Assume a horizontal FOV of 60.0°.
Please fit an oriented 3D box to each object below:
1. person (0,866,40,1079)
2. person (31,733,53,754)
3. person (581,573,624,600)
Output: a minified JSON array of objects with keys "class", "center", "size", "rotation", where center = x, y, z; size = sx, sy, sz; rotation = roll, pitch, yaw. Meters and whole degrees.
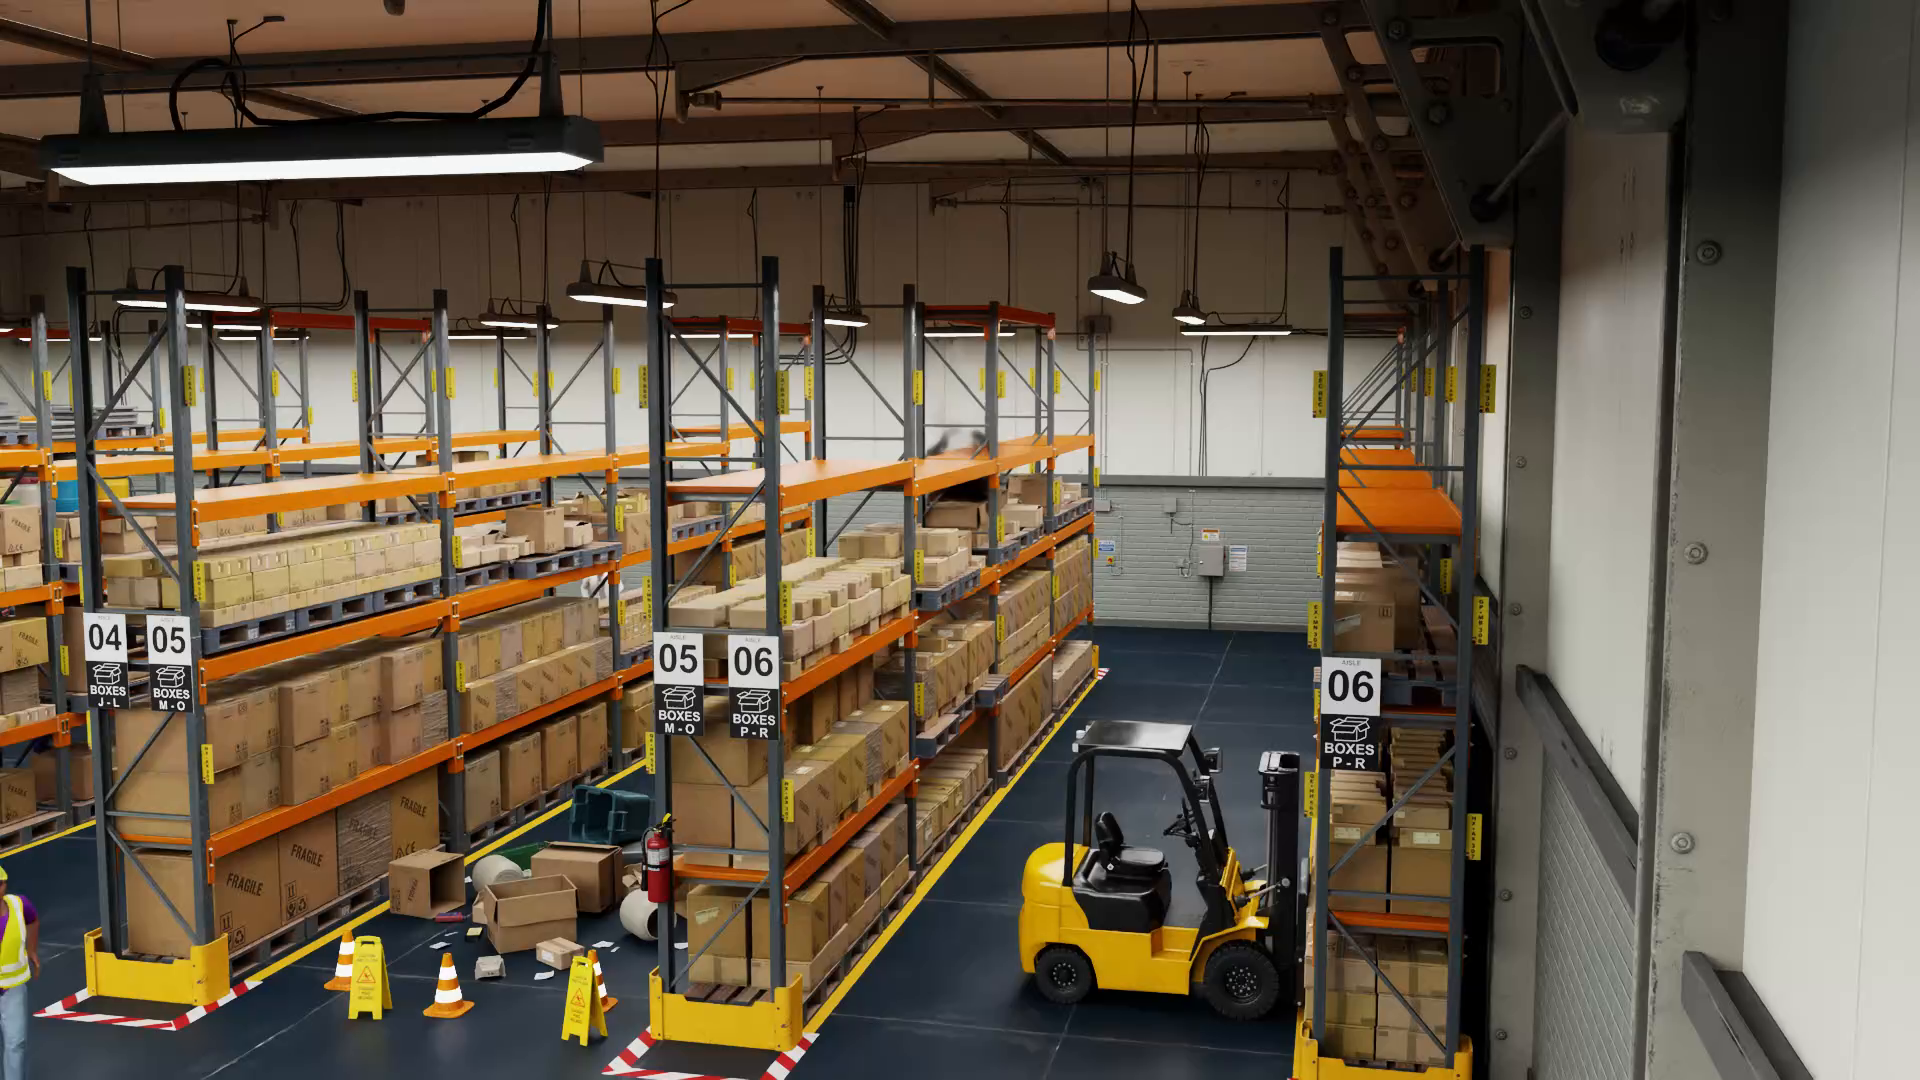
[{"class":"person","center":[-6.726,3.117,11.556],"size":[0.688,1.789,0.894],"rotation":[-5,7,-39]},{"class":"person","center":[-11.516,2.243,20.874],"size":[0.579,1.629,0.643],"rotation":[1,6,12]},{"class":"person","center":[-6.476,1.239,30.158],"size":[0.770,1.728,1.048],"rotation":[-1,6,-12]}]
